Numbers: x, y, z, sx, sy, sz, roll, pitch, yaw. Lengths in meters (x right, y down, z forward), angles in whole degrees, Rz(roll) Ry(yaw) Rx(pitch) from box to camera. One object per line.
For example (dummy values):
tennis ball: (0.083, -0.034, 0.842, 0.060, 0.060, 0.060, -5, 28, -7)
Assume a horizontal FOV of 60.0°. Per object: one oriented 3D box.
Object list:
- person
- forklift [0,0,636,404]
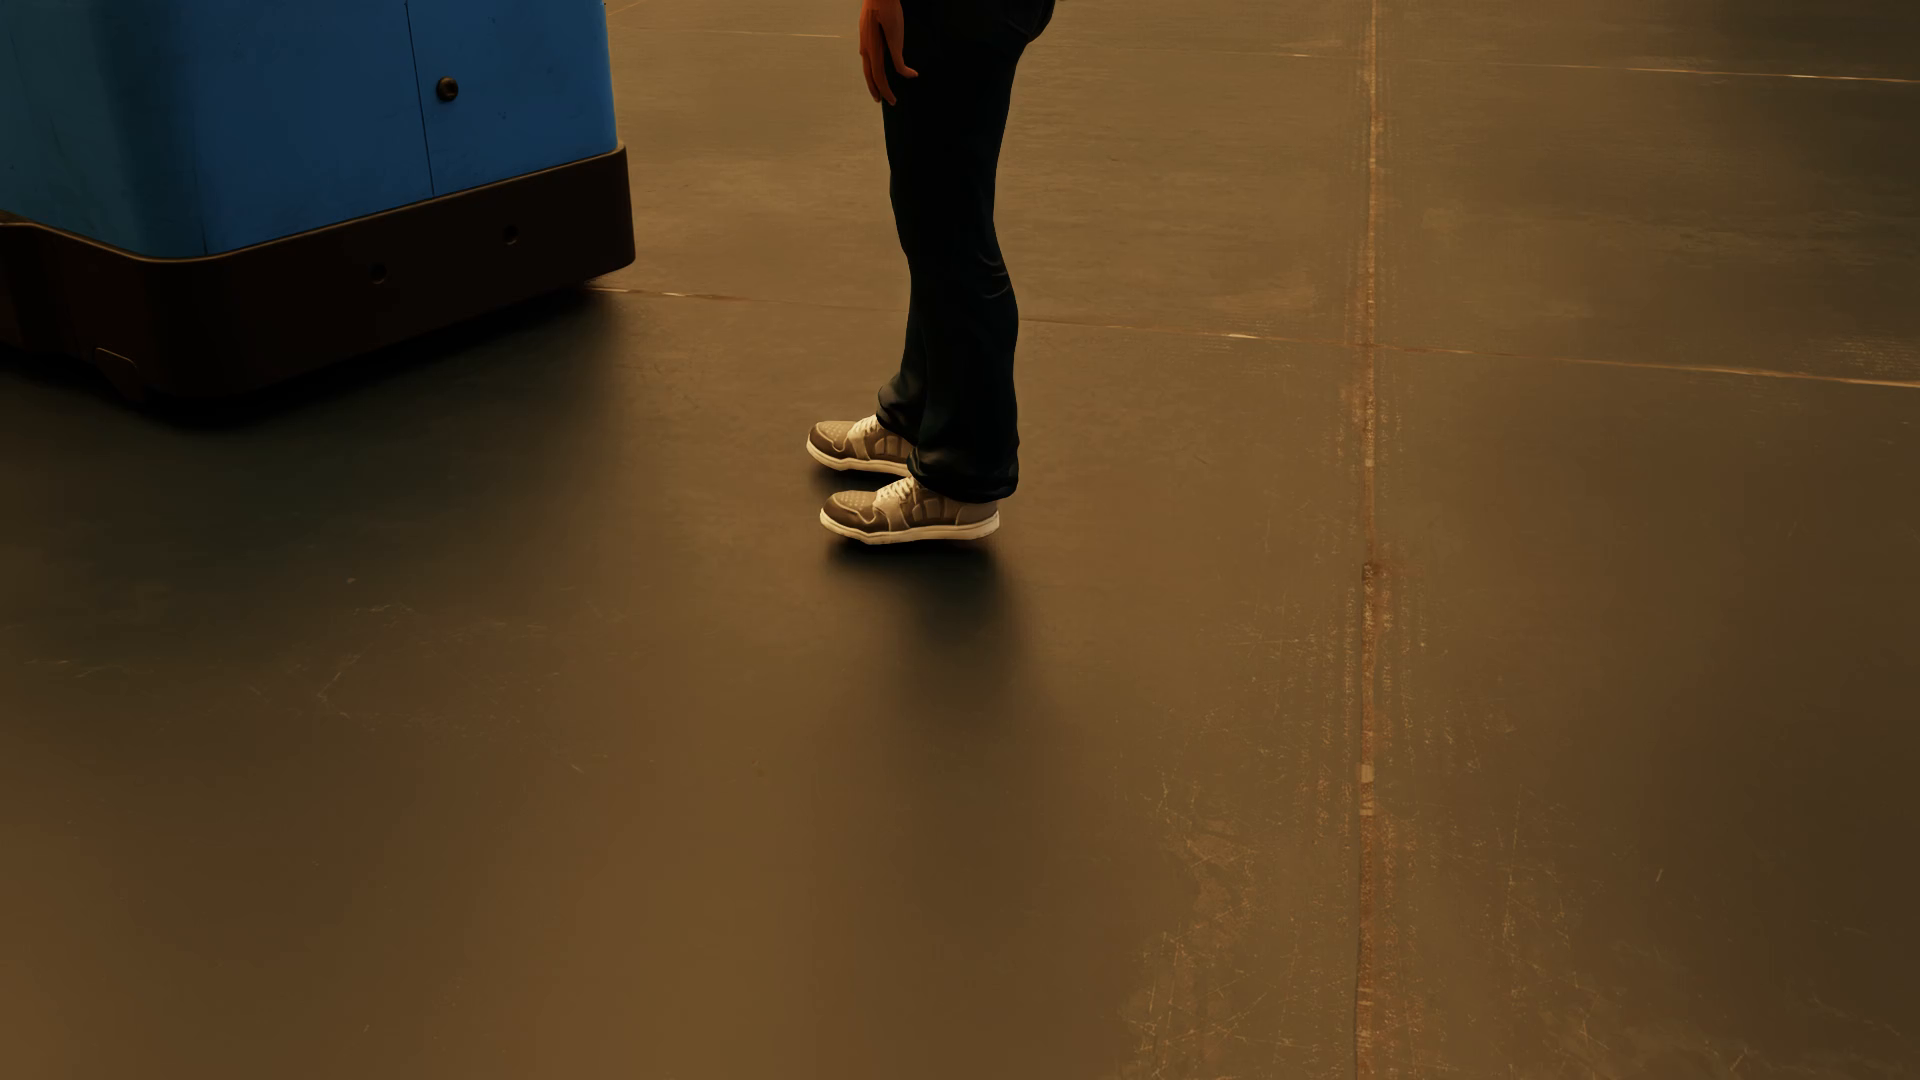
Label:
person: (-0.069, -0.727, 2.167, 0.476, 1.582, 0.520, 6, 27, 11)
forklift: (-2.173, -2.060, 3.329, 3.031, 2.935, 1.130, 18, 32, 32)
